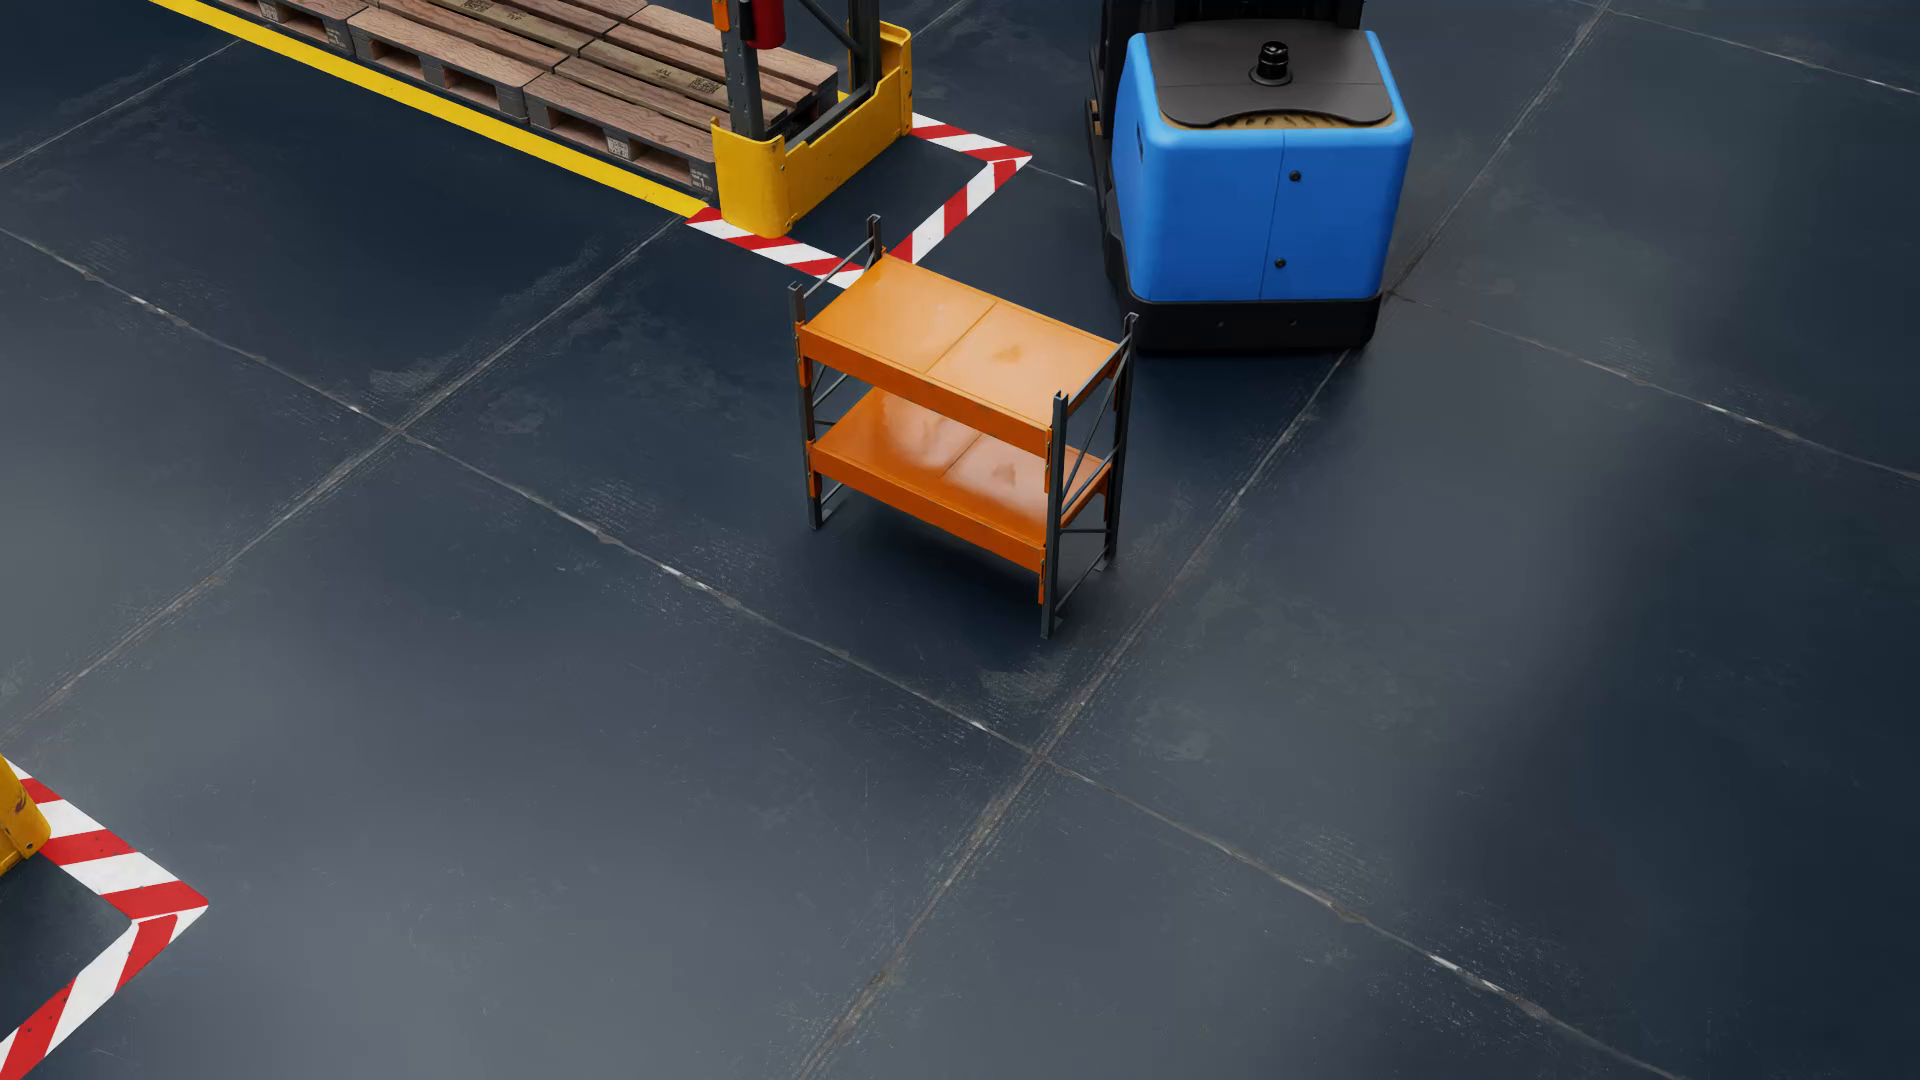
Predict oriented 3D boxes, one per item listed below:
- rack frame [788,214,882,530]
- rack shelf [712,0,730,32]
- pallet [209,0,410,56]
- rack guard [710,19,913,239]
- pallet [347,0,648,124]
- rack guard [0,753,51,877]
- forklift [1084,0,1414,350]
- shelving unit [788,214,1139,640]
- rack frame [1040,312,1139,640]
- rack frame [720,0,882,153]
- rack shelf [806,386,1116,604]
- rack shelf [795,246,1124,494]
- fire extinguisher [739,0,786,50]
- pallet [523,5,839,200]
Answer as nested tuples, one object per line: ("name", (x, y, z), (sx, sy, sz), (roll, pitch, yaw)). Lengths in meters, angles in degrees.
("rack frame", (-0.422, -0.586, 6.035), (0.032, 1.125, 0.500), (25, 51, 22))
("rack shelf", (-2.379, -3.345, 7.910), (4.000, 0.370, 1.077), (25, 51, 22))
("pallet", (-3.423, -3.137, 9.151), (1.213, 0.211, 1.003), (25, 51, 22))
("rack guard", (-0.669, -1.949, 7.795), (0.348, 0.500, 1.175), (25, 51, 22))
("pallet", (-2.392, -2.665, 8.693), (1.213, 0.211, 1.003), (25, 51, 22))
("rack guard", (-3.349, 1.049, 4.882), (0.348, 0.500, 1.175), (25, 51, 22))
("forklift", (1.182, -2.855, 6.981), (1.130, 2.935, 3.031), (-1, 46, -1))
("shelving unit", (0.006, -0.389, 5.844), (1.048, 1.125, 0.538), (25, 51, 22))
("rack frame", (0.434, -0.193, 5.653), (0.032, 1.125, 0.500), (25, 51, 22))
("rack frame", (-0.696, -2.821, 6.900), (0.127, 3.000, 1.000), (25, 51, 22))
("rack shelf", (0.006, -0.219, 6.019), (1.000, 0.278, 0.538), (25, 51, 22))
("rack shelf", (0.006, -0.593, 5.634), (1.000, 0.278, 0.538), (25, 51, 22))
("fire extinguisher", (-0.814, -2.332, 6.738), (0.183, 0.674, 0.296), (25, 51, 22))
("pallet", (-1.369, -2.192, 8.233), (1.213, 0.211, 1.003), (25, 51, 22))
